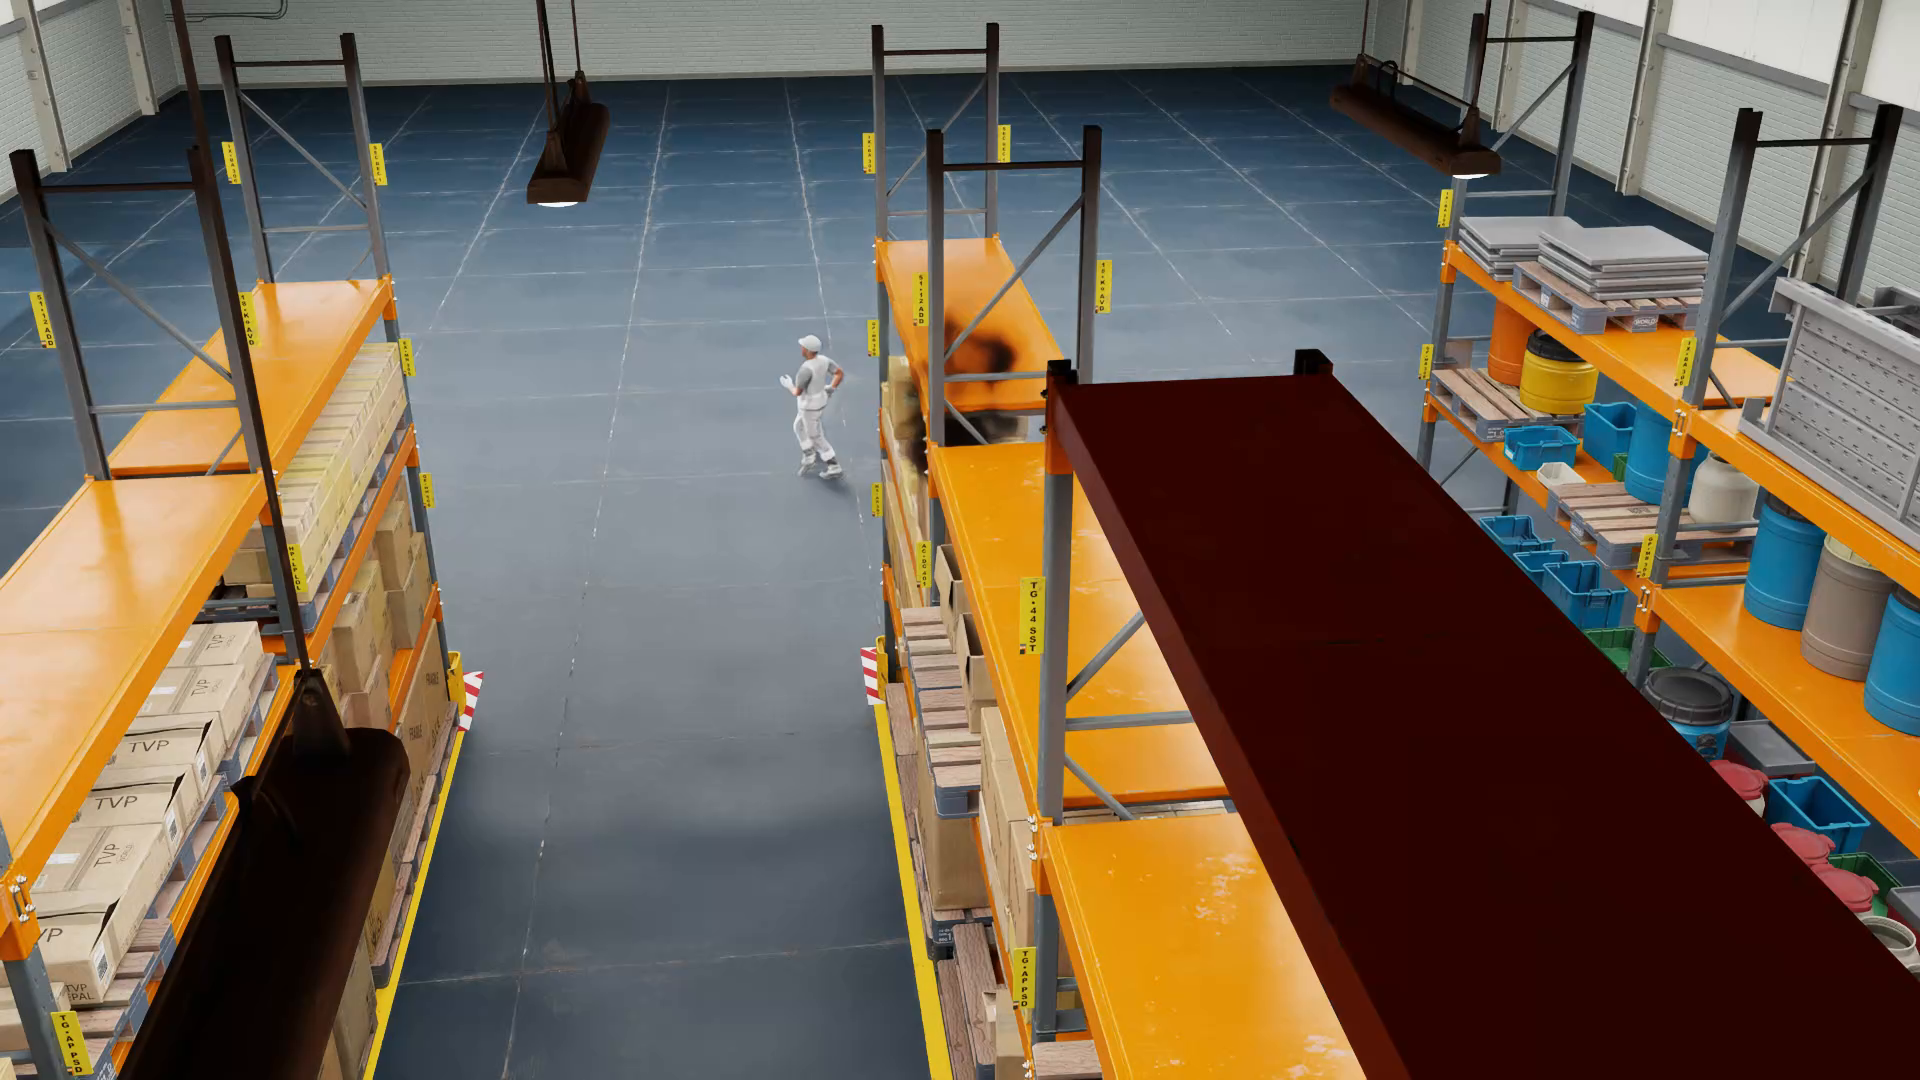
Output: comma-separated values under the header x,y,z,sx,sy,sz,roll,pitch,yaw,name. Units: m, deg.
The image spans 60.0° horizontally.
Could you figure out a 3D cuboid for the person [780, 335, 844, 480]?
x,y,z,sx,sy,sz,roll,pitch,yaw,name
-1.741,-1.545,19.671,0.774,1.846,0.643,8,27,16,person
